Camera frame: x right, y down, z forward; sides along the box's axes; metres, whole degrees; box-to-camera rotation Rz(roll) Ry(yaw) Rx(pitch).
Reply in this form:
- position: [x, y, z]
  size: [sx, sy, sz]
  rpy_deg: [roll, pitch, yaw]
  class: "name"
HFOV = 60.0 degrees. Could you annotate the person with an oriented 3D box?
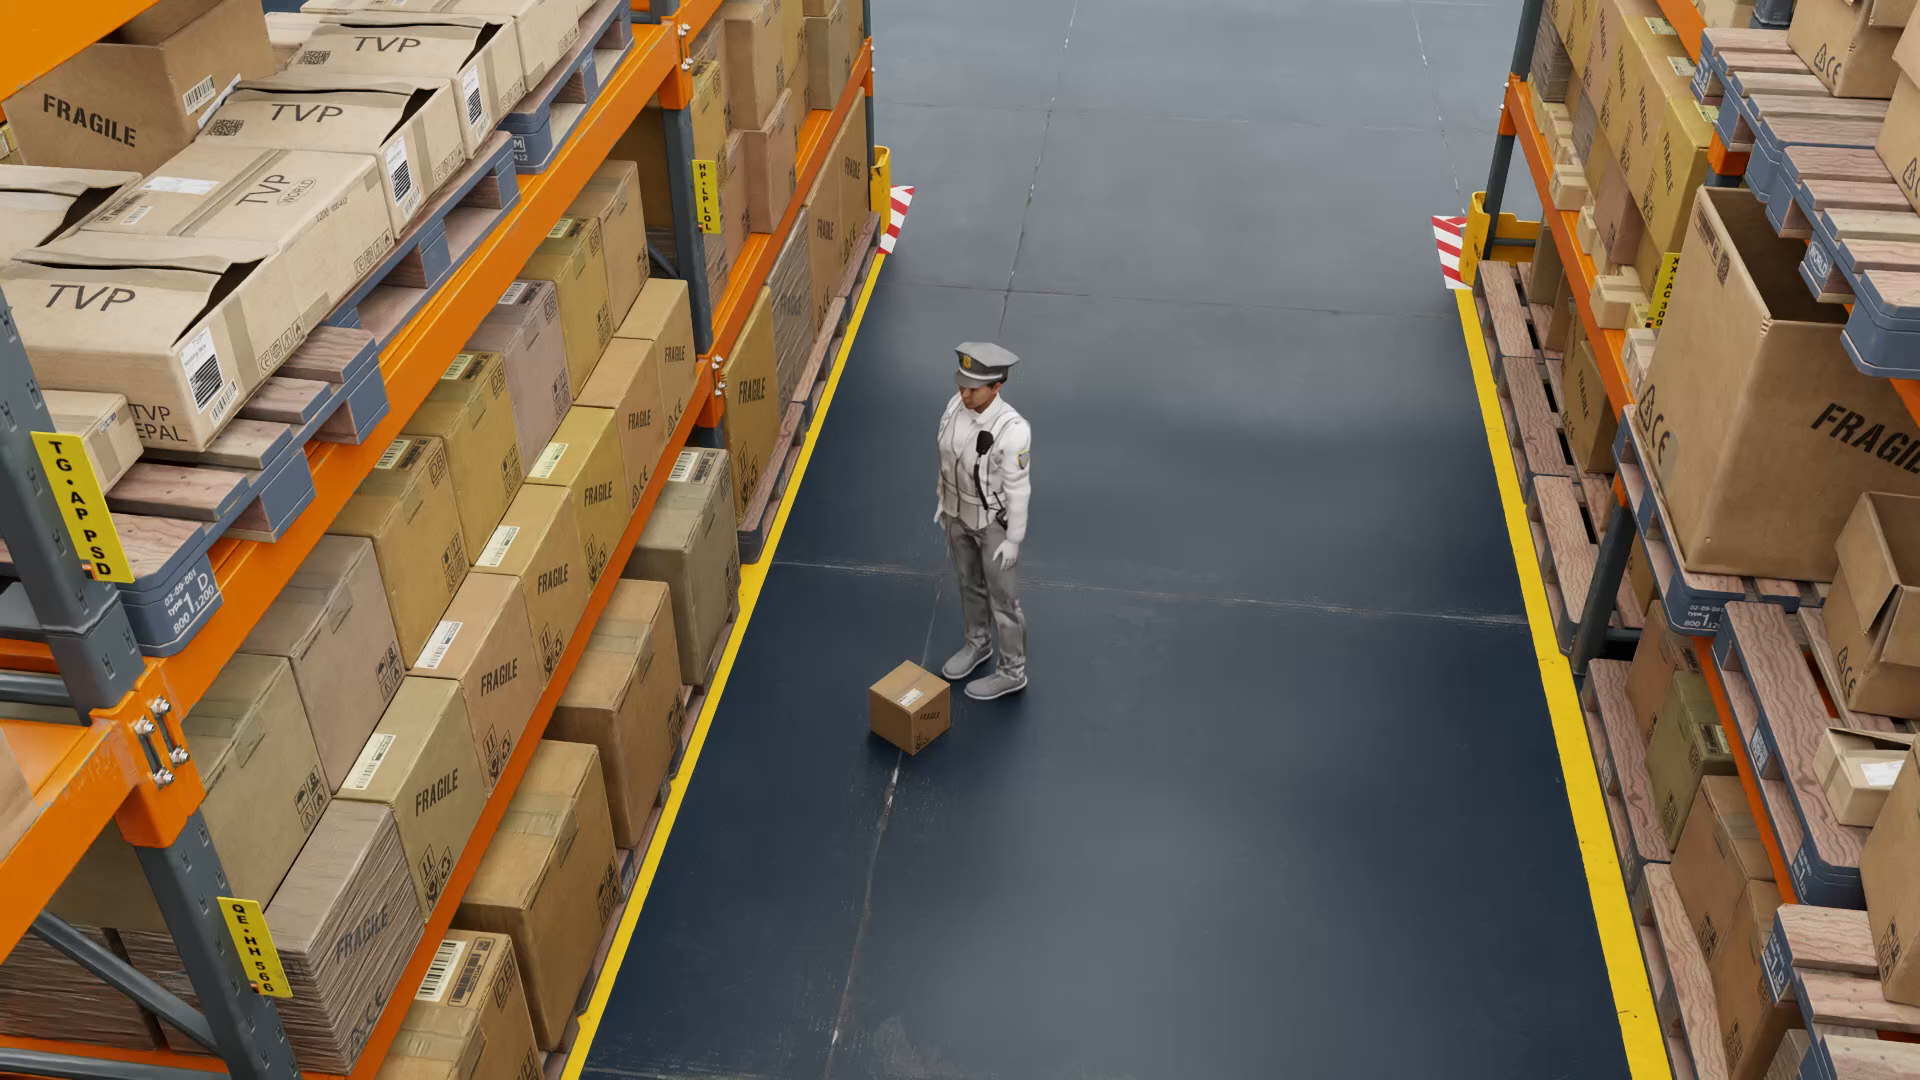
- position: [0.078, -0.087, 7.138]
  size: [0.343, 1.690, 0.526]
  rpy_deg: [-30, 46, -34]
  class: "person"
